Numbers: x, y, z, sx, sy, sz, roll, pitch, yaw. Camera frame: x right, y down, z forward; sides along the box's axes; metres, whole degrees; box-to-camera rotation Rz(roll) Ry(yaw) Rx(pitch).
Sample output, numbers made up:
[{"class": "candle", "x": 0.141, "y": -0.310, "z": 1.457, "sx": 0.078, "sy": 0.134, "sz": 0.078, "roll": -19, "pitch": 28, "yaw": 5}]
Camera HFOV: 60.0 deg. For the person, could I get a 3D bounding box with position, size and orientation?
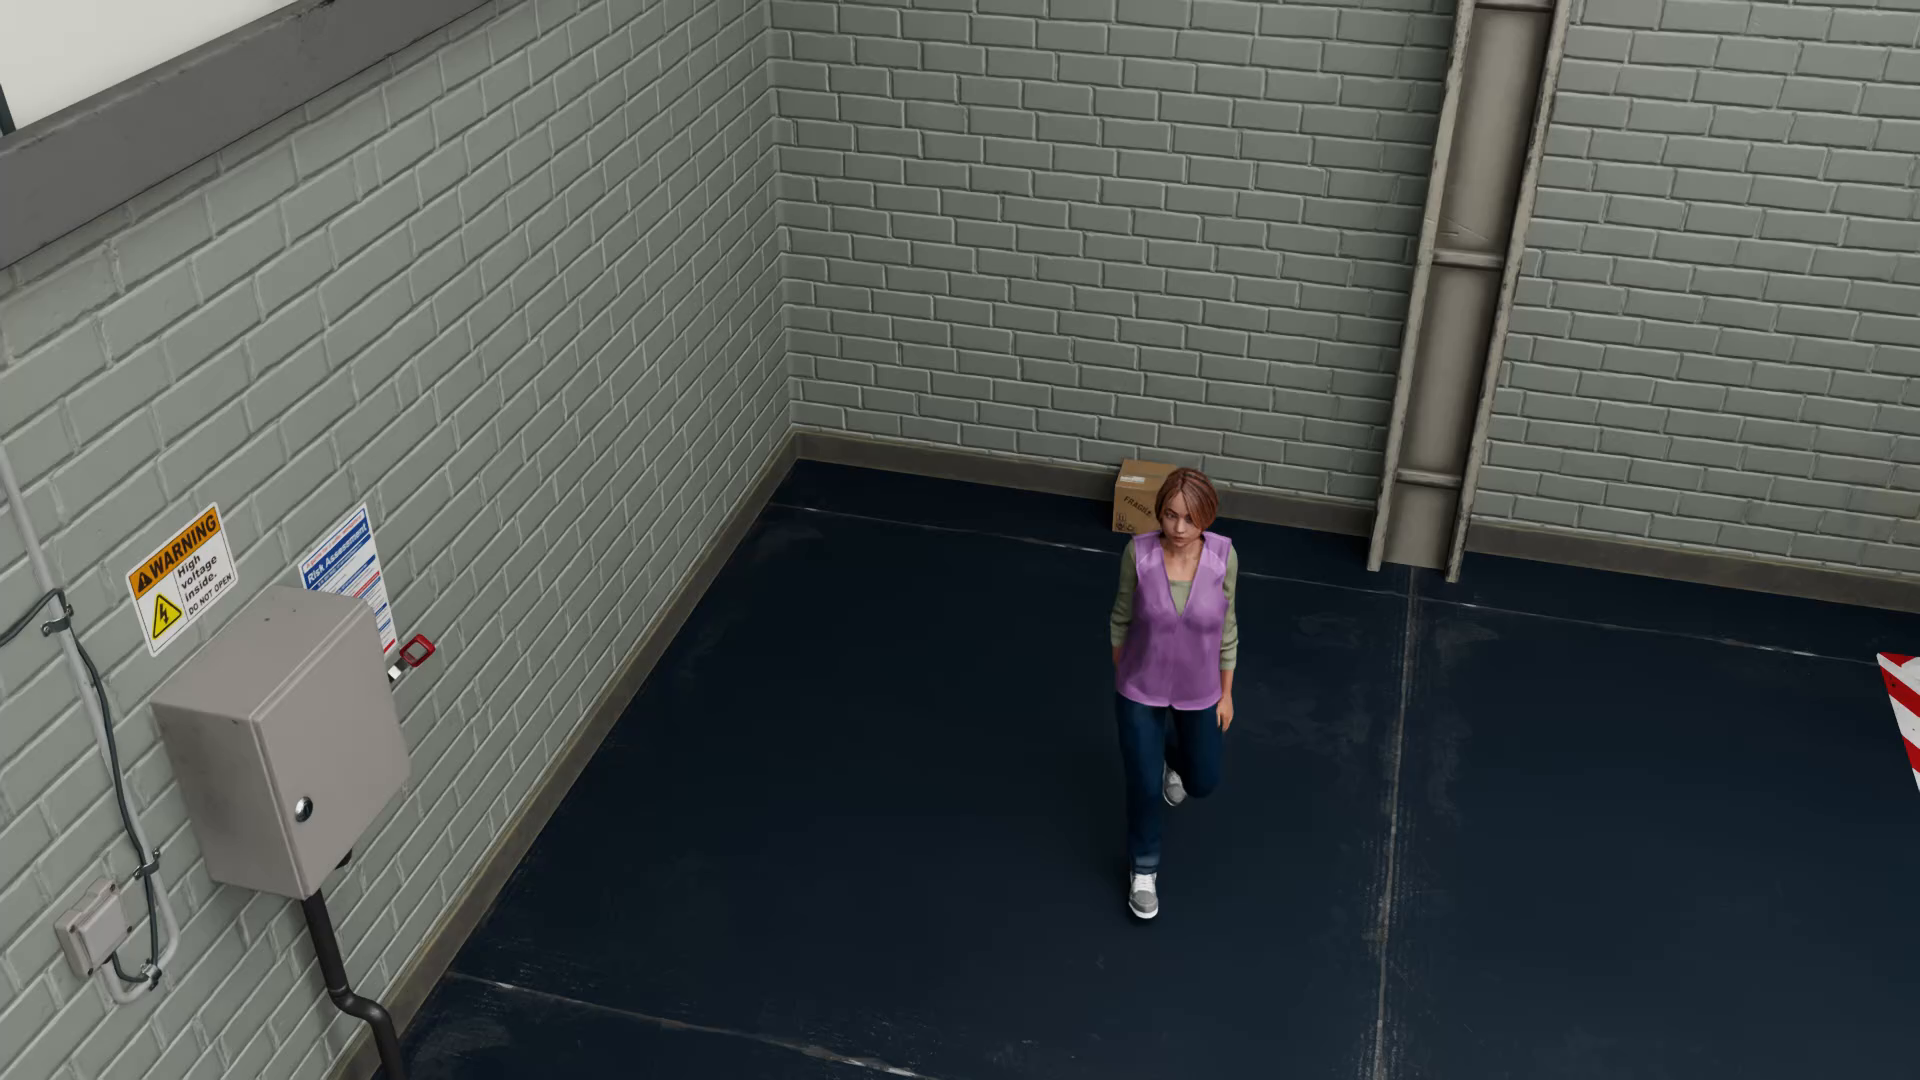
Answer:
[{"class": "person", "x": 0.684, "y": 0.454, "z": 5.427, "sx": 0.409, "sy": 1.575, "sz": 0.657, "roll": 1, "pitch": 33, "yaw": 1}]
